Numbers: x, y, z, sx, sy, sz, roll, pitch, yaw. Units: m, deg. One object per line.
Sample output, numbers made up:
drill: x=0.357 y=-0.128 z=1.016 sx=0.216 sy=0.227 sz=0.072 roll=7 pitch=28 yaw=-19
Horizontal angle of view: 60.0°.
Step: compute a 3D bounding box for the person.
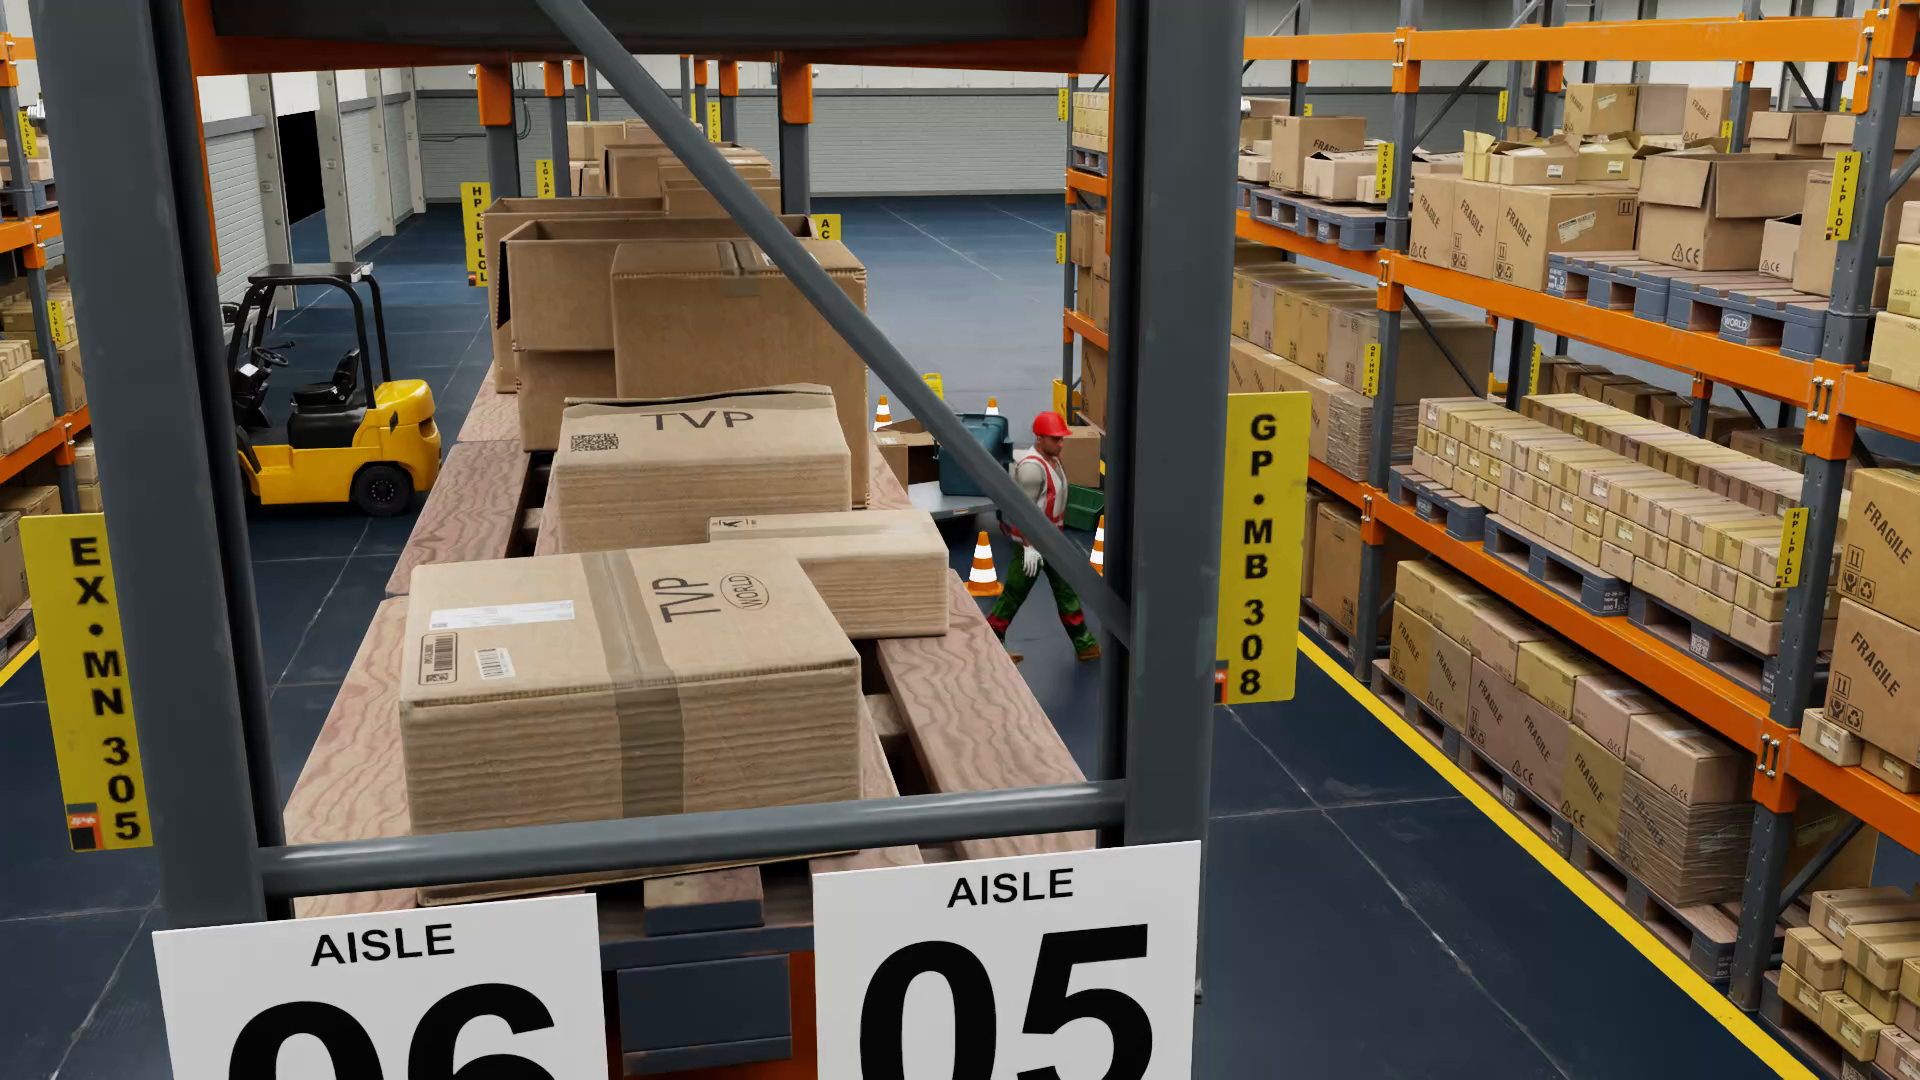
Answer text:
person: x=0.585 y=0.107 z=11.011 sx=0.889 sy=1.512 sz=0.616 roll=7 pitch=17 yaw=21
